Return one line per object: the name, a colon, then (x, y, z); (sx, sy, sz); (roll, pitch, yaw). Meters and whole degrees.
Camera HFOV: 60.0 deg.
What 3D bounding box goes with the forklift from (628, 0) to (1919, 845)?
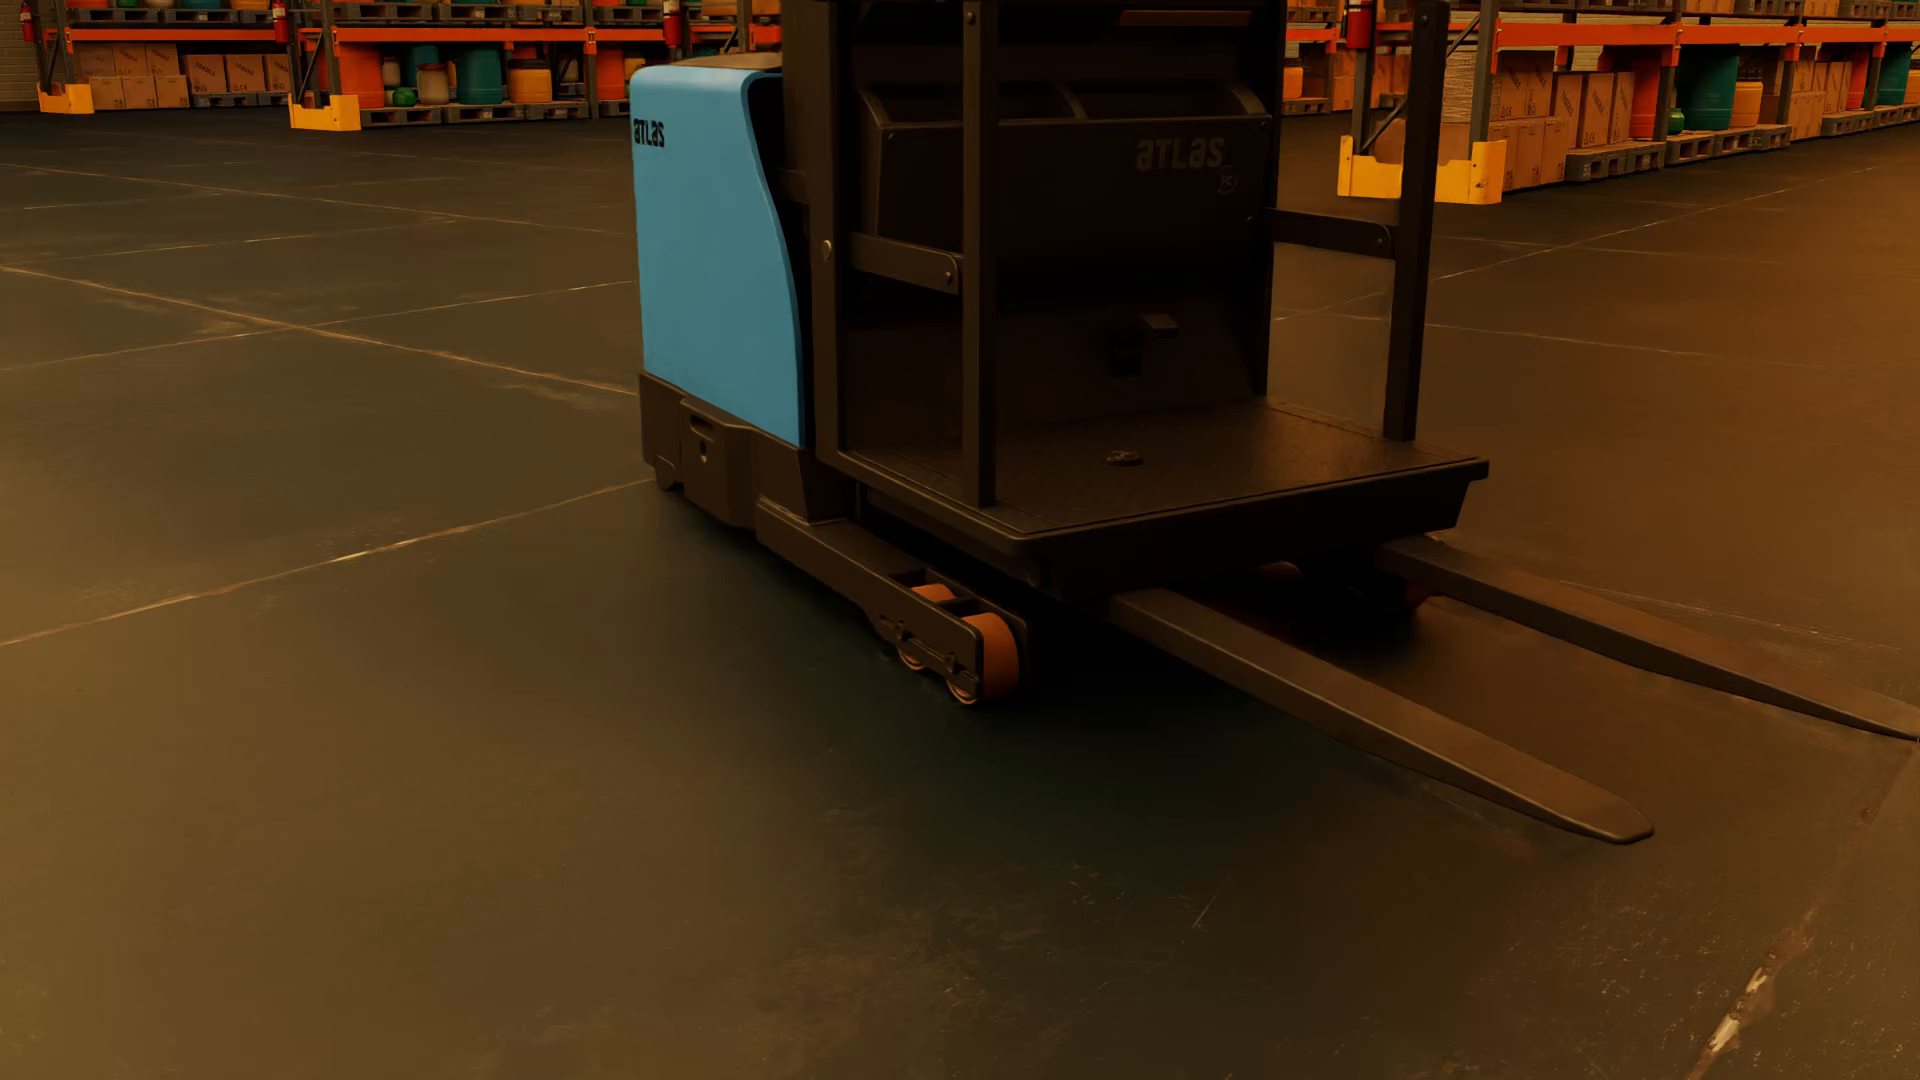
forklift: (0.329, -1.258, 3.041); (1.130, 2.935, 3.031); (-9, 19, -28)
